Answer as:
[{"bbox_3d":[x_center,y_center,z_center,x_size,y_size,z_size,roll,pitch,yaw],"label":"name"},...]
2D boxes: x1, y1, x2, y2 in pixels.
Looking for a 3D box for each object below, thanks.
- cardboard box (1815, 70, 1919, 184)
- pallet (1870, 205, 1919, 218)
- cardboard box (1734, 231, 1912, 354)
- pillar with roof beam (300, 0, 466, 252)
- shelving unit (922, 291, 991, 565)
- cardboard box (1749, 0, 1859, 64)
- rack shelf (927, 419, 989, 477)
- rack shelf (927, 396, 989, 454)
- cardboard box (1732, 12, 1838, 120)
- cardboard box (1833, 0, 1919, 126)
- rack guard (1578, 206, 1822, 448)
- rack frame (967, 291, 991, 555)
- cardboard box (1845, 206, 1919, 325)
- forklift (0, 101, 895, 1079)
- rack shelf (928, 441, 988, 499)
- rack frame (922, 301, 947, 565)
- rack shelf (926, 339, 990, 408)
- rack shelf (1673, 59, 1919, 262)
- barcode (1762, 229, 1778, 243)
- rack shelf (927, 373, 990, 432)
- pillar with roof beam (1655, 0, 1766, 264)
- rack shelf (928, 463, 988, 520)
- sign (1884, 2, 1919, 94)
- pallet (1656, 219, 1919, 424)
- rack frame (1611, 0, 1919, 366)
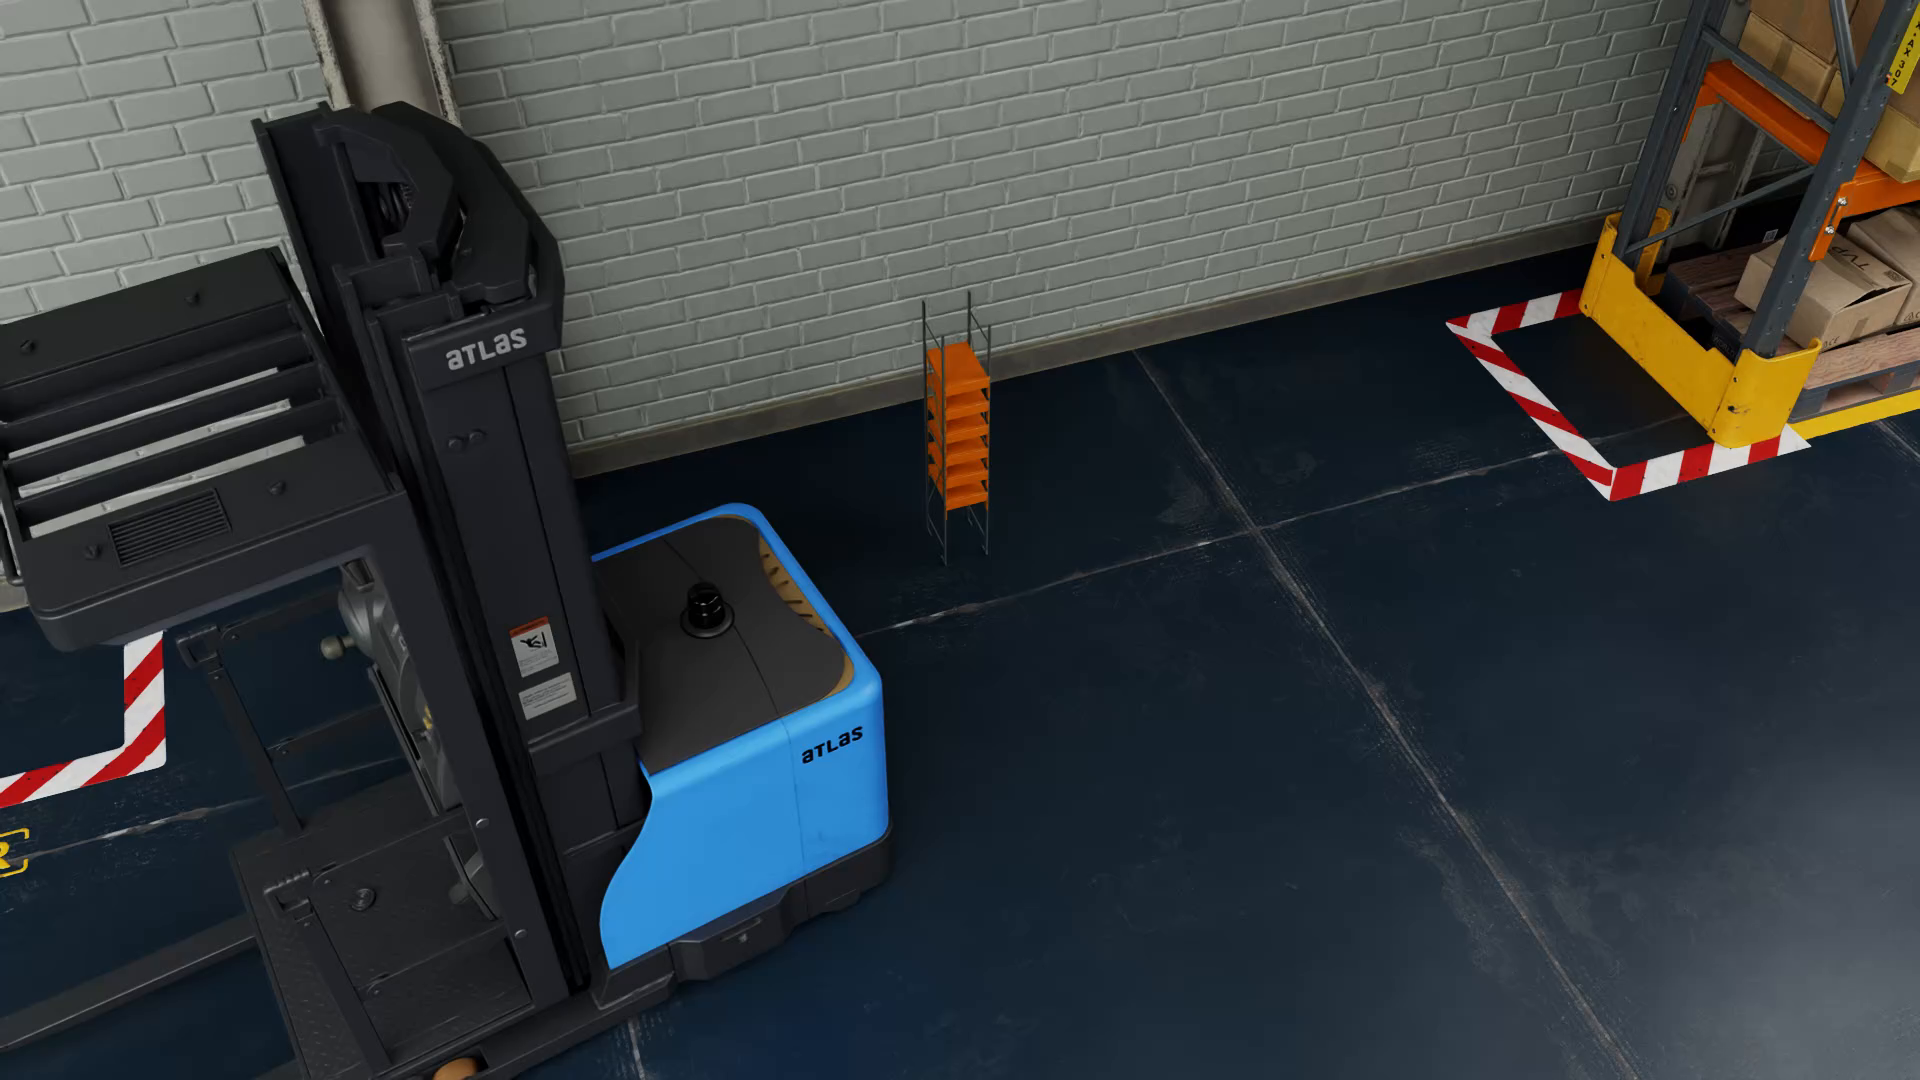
[{"bbox_3d":[3.889,-1.730,6.757,0.500,0.250,0.500,-16,47,-15],"label":"cardboard box"},{"bbox_3d":[5.315,-1.366,8.272,1.213,0.211,1.003,-14,47,-14],"label":"pallet"},{"bbox_3d":[4.003,-1.182,7.707,0.500,0.311,0.500,-19,48,-18],"label":"cardboard box"},{"bbox_3d":[-0.495,-0.421,1.126,0.400,9.000,9.100,-14,47,-14],"label":"pillar with roof beam"},{"bbox_3d":[-0.014,-0.420,6.631,0.189,1.200,0.258,-14,47,-14],"label":"shelving unit"},{"bbox_3d":[3.693,-2.343,6.839,0.500,0.500,0.500,-15,47,-14],"label":"cardboard box"},{"bbox_3d":[-0.014,-0.389,6.662,0.180,0.103,0.258,-14,47,-14],"label":"rack shelf"},{"bbox_3d":[-0.014,-0.473,6.577,0.180,0.103,0.258,-14,47,-14],"label":"rack shelf"},{"bbox_3d":[3.696,-2.065,7.092,0.500,0.250,0.500,-14,47,-13],"label":"cardboard box"},{"bbox_3d":[3.873,-2.003,6.500,0.500,0.500,0.500,-14,47,-14],"label":"cardboard box"},{"bbox_3d":[3.394,-1.005,7.708,0.348,0.500,1.175,-14,47,-14],"label":"rack guard"},{"bbox_3d":[0.072,-0.442,6.653,0.006,1.200,0.240,-14,47,-14],"label":"rack frame"},{"bbox_3d":[4.540,-1.319,7.844,0.500,0.311,0.500,-11,46,-11],"label":"cardboard box"},{"bbox_3d":[-1.757,0.399,4.592,3.031,2.935,1.130,-23,49,-21],"label":"forklift"},{"bbox_3d":[-0.014,-0.304,6.747,0.180,0.103,0.258,-14,47,-14],"label":"rack shelf"},{"bbox_3d":[-0.100,-0.398,6.609,0.006,1.200,0.240,-14,47,-14],"label":"rack frame"},{"bbox_3d":[-0.014,-0.643,6.407,0.180,0.103,0.258,-14,47,-14],"label":"rack shelf"},{"bbox_3d":[5.203,-2.097,7.539,4.000,0.370,1.077,-14,47,-14],"label":"rack shelf"},{"bbox_3d":[3.885,-1.456,7.974,0.075,0.075,0.001,-14,47,-14],"label":"barcode"},{"bbox_3d":[-0.014,-0.558,6.492,0.180,0.103,0.258,-14,47,-14],"label":"rack shelf"},{"bbox_3d":[5.149,-1.864,2.564,0.400,9.000,9.100,-14,47,-14],"label":"pillar with roof beam"},{"bbox_3d":[-0.014,-0.219,6.832,0.180,0.103,0.258,-14,47,-14],"label":"rack shelf"},{"bbox_3d":[3.507,-1.814,6.138,0.005,0.325,0.100,-14,47,-14],"label":"sign"},{"bbox_3d":[4.170,-1.075,7.982,1.213,0.211,1.003,-14,47,-14],"label":"pallet"},{"bbox_3d":[3.322,-1.870,6.805,0.127,3.000,1.000,-14,47,-14],"label":"rack frame"}]
